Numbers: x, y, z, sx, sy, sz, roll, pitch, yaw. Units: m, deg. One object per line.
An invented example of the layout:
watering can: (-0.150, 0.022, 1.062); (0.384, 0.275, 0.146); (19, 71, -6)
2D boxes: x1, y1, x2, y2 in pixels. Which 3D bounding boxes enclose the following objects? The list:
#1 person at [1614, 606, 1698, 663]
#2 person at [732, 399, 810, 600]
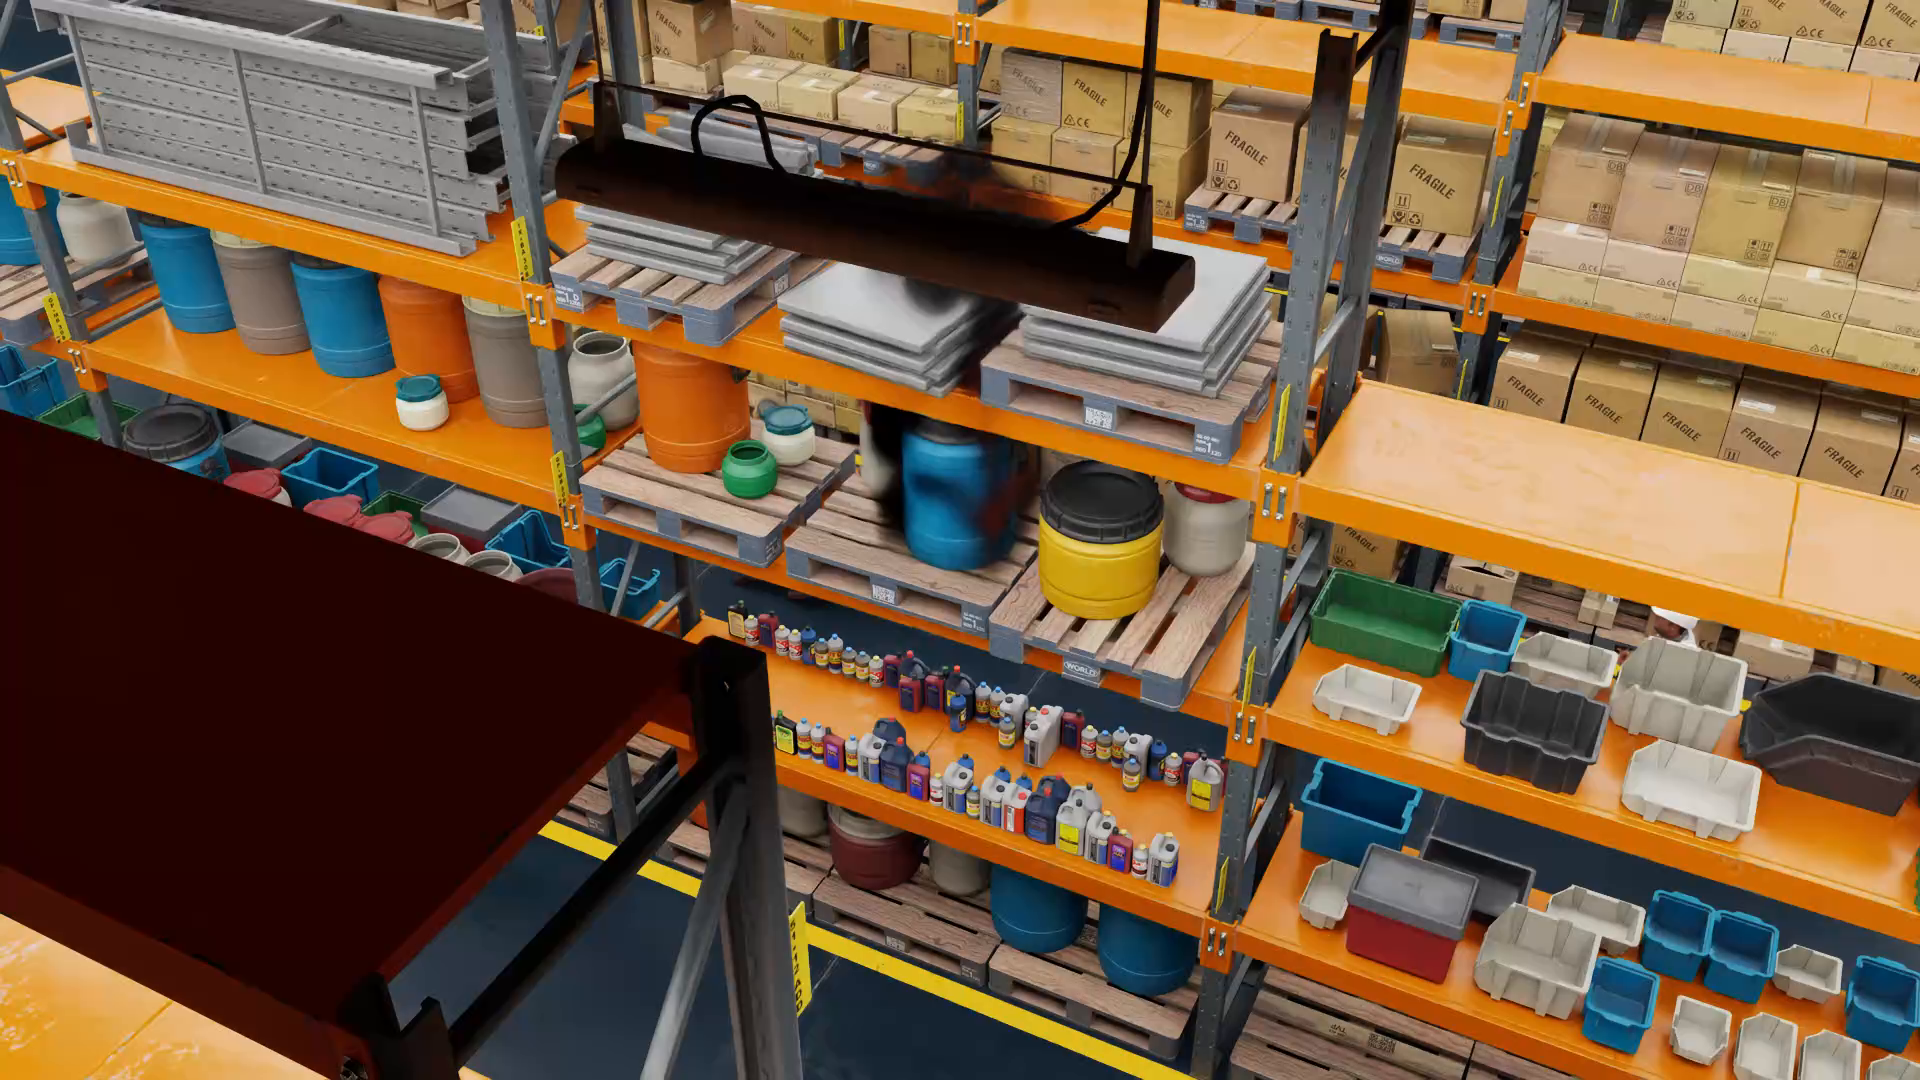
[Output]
person: (4.605, 1.111, 10.767); (0.961, 1.769, 0.665); (10, 36, 14)
person: (-1.416, -0.338, 12.948); (0.813, 1.678, 0.660); (7, 36, 10)
